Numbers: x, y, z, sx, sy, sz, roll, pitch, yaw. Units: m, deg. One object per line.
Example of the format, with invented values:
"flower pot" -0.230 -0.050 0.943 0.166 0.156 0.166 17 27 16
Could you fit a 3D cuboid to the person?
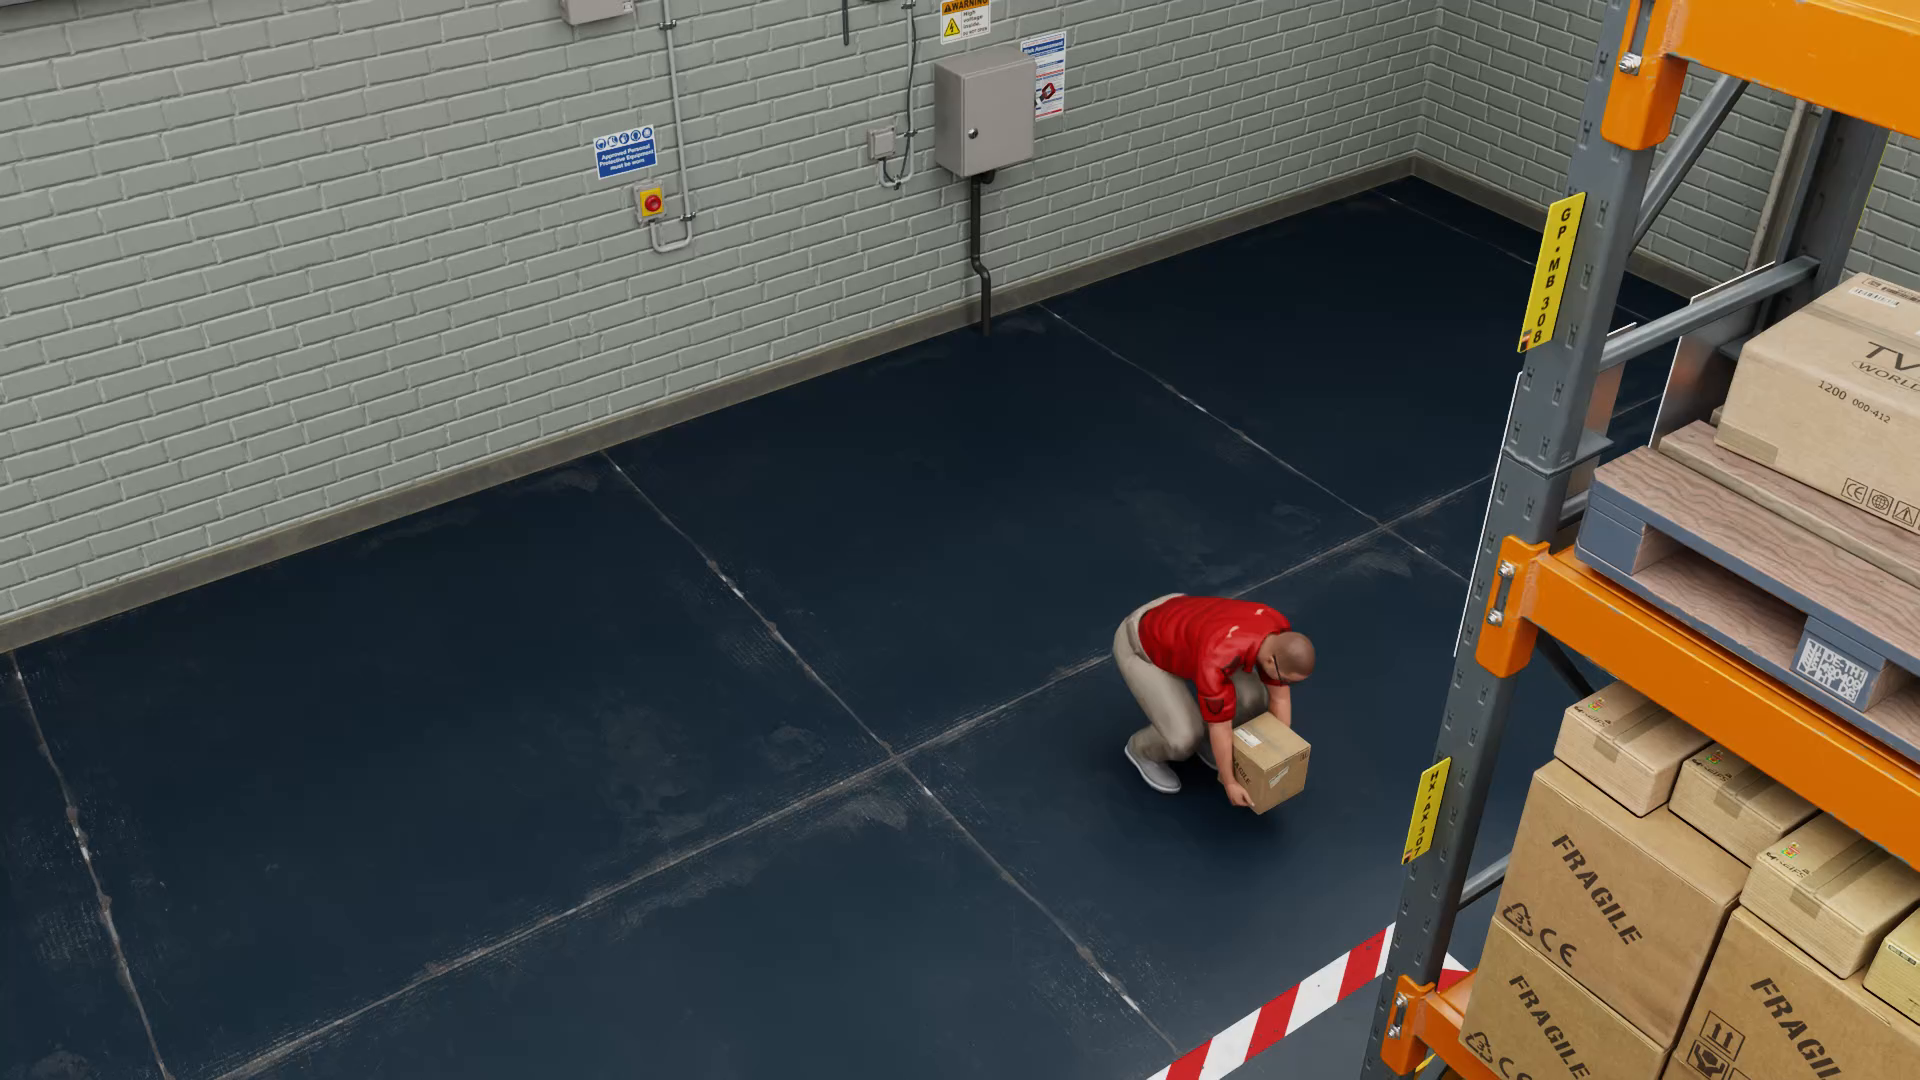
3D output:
"person" 1.026 0.614 6.813 0.533 0.986 0.892 -24 42 -29
